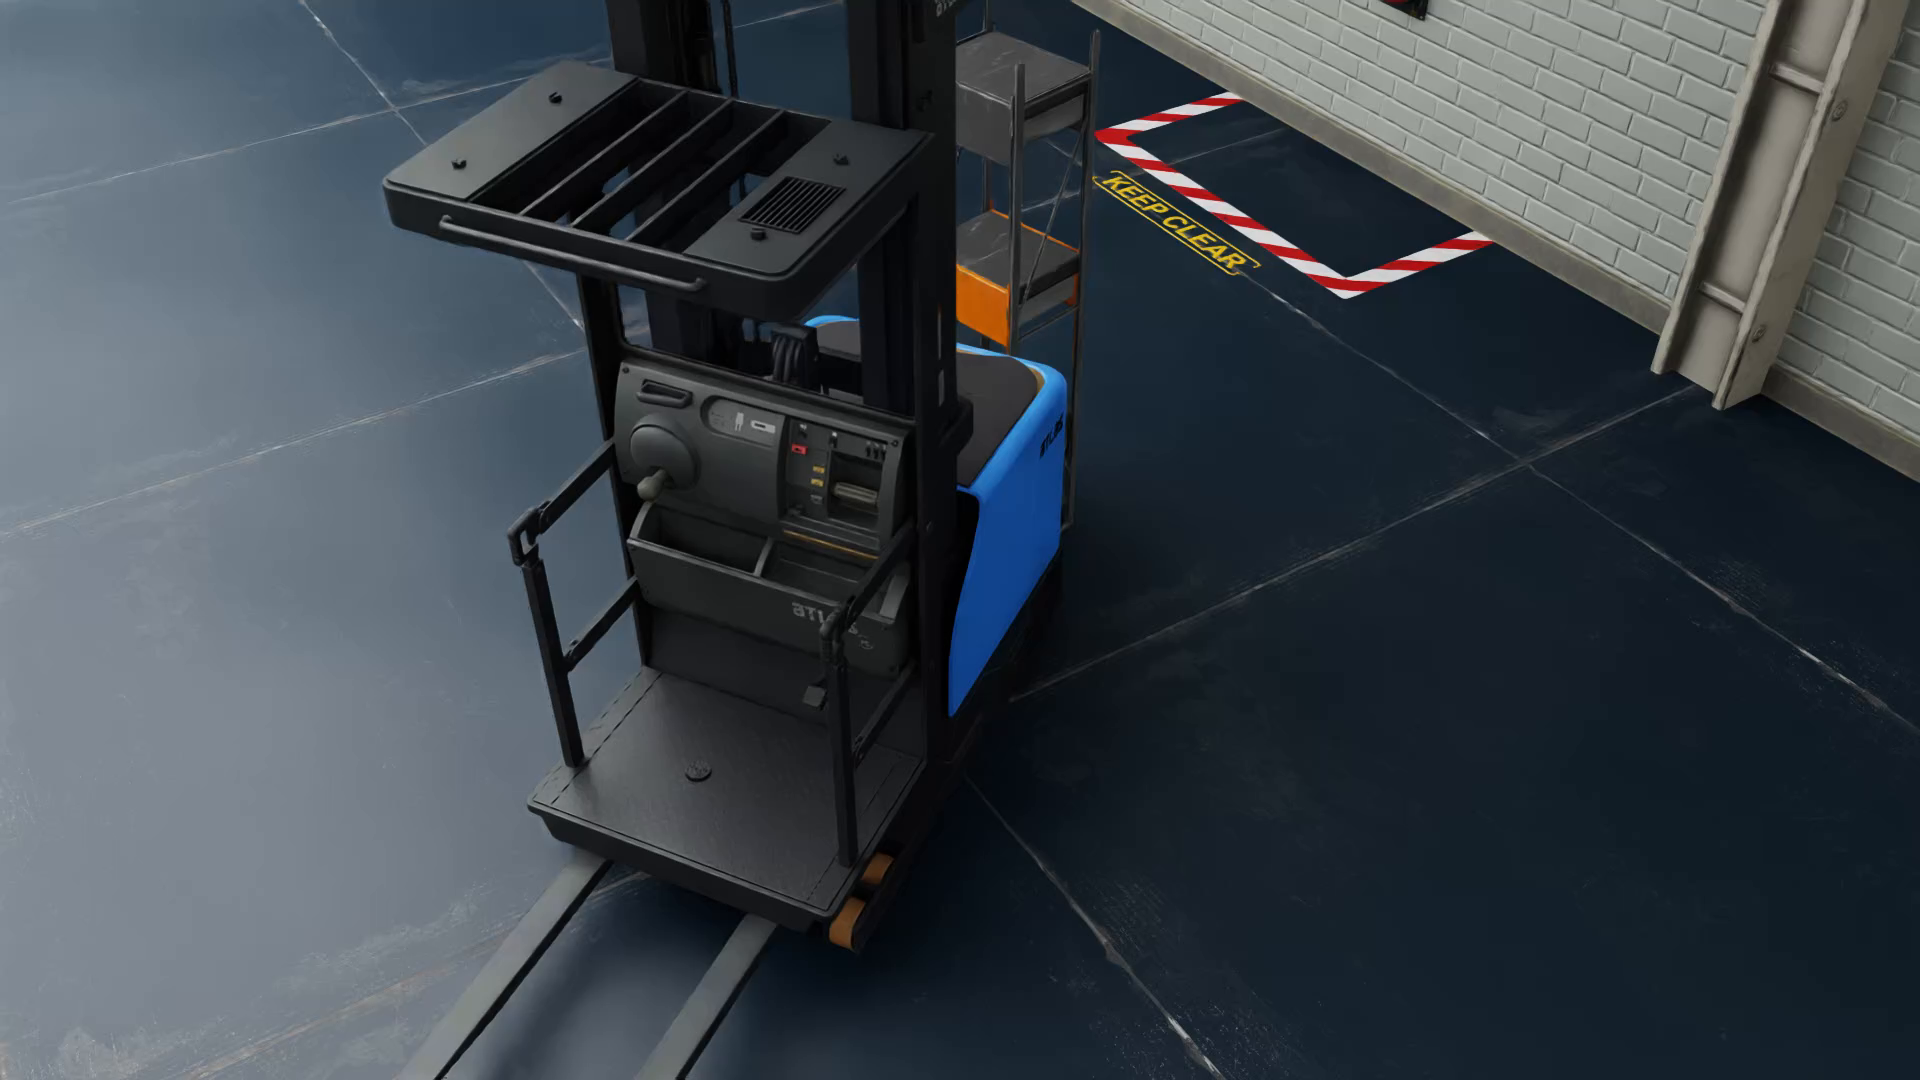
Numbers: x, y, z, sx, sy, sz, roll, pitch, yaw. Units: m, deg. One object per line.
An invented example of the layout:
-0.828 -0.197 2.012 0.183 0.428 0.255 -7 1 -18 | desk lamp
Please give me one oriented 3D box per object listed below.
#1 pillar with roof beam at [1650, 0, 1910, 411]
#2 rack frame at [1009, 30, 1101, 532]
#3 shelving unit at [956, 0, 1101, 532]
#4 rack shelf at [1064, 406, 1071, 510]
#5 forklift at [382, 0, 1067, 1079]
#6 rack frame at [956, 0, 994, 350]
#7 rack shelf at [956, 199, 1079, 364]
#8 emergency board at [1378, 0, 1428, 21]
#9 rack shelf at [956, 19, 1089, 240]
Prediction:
-0.202 -2.712 2.975 9.100 9.000 0.400 -22 45 -24 | pillar with roof beam
0.319 -0.785 6.052 0.015 2.100 0.400 32 50 33 | rack frame
0.145 -0.895 6.184 0.503 2.100 0.431 32 50 33 | shelving unit
0.145 -0.347 6.641 0.480 0.518 0.431 32 50 33 | rack shelf
-0.677 -0.165 4.658 1.130 2.935 3.031 16 42 18 | forklift
-0.028 -1.005 6.316 0.015 2.100 0.400 32 50 33 | rack frame
0.145 -0.885 6.193 0.480 0.518 0.431 32 50 33 | rack shelf
2.131 -3.236 8.290 0.194 1.169 0.643 -22 45 -24 | emergency board
0.145 -1.423 5.745 0.480 0.518 0.431 32 50 33 | rack shelf
